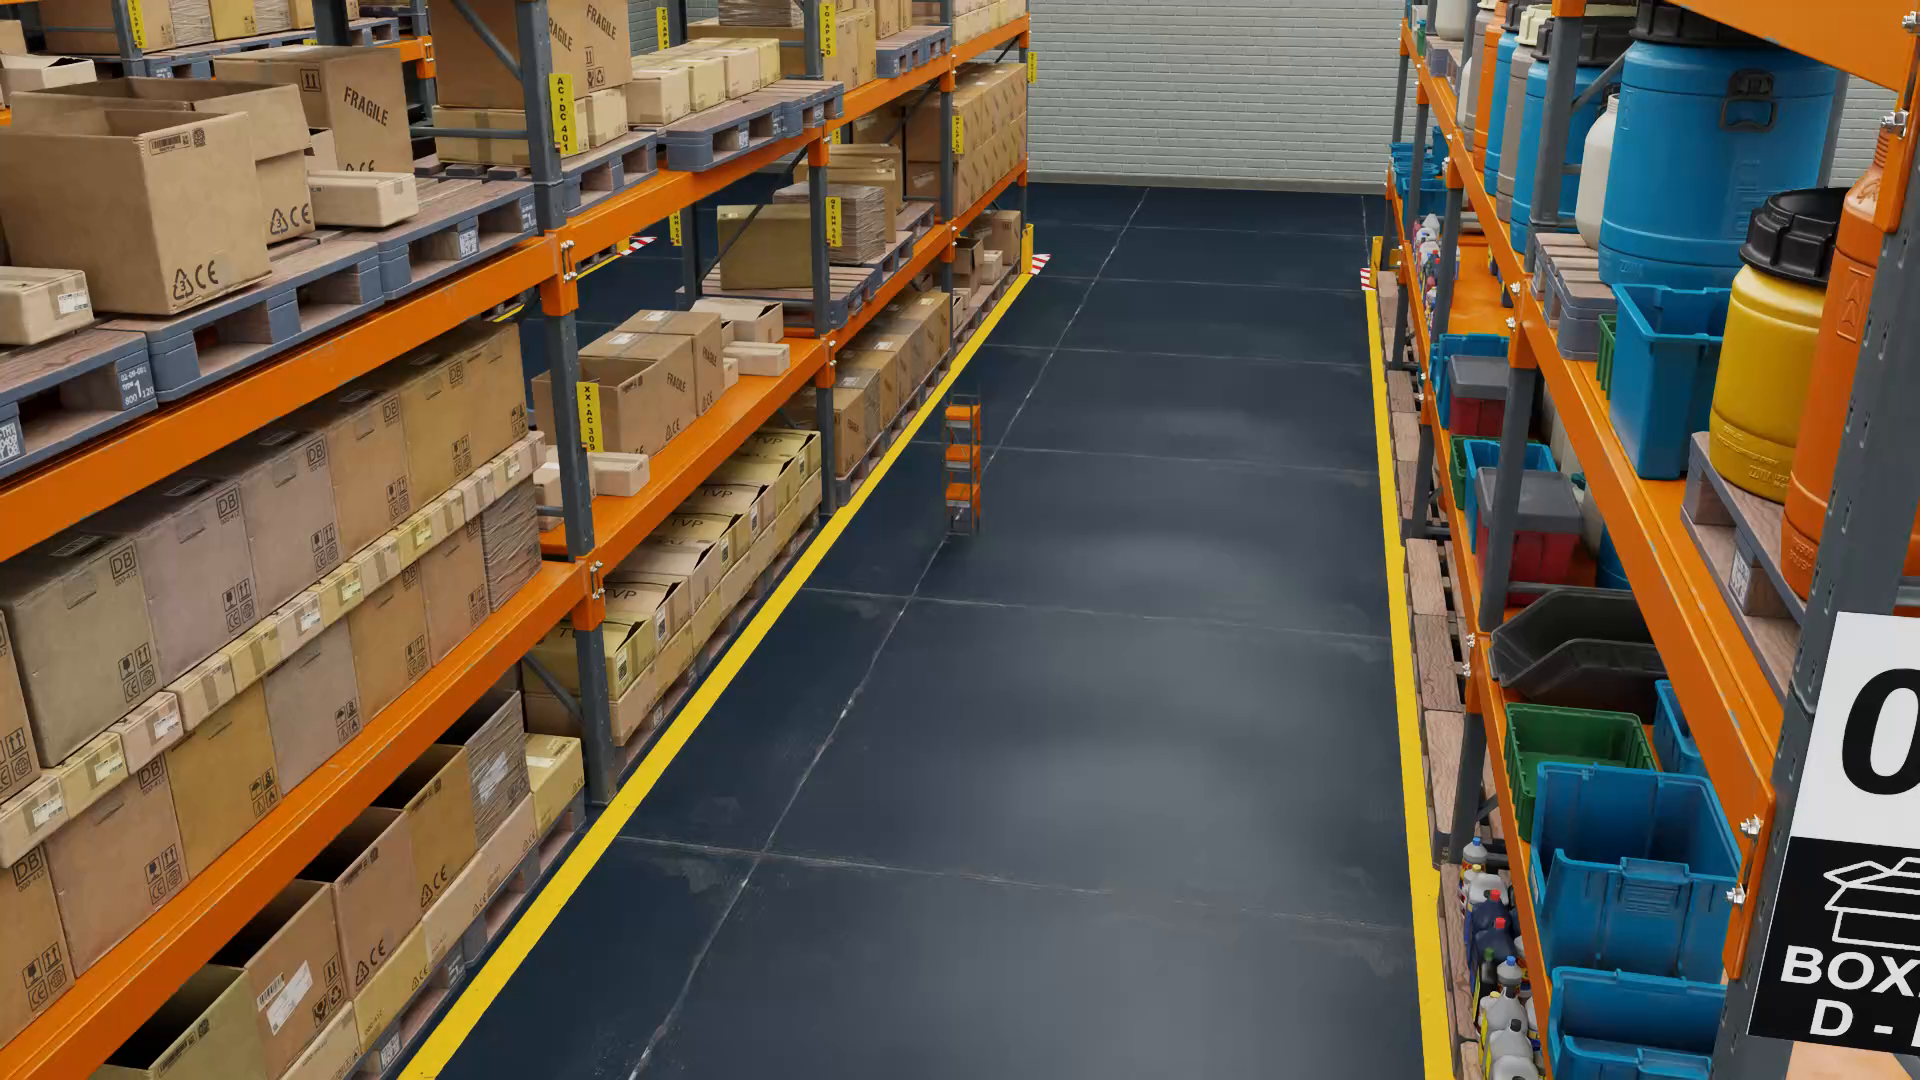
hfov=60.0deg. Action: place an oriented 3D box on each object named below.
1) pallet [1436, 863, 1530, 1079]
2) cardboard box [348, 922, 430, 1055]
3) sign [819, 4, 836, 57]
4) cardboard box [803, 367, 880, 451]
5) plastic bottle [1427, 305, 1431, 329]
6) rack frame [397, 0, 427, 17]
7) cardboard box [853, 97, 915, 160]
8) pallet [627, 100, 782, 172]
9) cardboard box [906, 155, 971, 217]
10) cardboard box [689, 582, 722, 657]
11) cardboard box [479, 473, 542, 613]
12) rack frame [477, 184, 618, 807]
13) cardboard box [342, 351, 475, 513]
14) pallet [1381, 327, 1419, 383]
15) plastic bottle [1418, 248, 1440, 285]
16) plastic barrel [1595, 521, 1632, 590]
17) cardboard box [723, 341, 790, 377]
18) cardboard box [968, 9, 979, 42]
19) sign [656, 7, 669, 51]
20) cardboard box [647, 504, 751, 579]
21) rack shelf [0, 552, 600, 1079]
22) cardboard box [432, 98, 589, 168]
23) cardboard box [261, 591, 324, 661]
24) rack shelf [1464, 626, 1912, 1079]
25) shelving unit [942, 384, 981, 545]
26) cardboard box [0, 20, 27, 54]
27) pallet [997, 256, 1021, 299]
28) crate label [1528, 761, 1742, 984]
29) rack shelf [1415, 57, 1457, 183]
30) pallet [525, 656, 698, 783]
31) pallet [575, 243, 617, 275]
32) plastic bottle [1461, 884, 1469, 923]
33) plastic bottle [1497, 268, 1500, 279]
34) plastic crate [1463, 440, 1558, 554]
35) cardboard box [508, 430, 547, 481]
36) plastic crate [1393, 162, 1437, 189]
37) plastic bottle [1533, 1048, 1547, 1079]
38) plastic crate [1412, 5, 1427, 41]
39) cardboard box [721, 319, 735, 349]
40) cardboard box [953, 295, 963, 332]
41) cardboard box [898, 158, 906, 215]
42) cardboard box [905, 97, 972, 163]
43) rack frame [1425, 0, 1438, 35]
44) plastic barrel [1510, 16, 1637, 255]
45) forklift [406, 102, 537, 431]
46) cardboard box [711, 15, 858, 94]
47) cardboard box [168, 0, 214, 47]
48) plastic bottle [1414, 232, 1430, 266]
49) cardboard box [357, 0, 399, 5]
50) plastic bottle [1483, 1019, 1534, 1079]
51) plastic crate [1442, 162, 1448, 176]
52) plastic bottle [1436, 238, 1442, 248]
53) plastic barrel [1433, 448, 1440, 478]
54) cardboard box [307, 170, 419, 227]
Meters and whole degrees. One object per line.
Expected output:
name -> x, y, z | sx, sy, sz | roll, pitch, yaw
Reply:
pallet -> 2.474, 1.765, 6.688 | 1.003, 0.211, 1.213 | 4, 22, 11
cardboard box -> -2.378, 1.666, 6.319 | 0.500, 0.250, 0.500 | 4, 22, 11
sign -> -0.839, -3.235, 10.558 | 0.100, 0.325, 0.005 | 4, 22, 11
cardboard box -> -0.907, -0.994, 12.562 | 0.500, 0.500, 0.500 | 4, 22, 9
plastic bottle -> 3.281, -1.554, 11.462 | 0.097, 0.201, 0.097 | 0, 22, 0
rack frame -> -5.415, -6.234, 14.788 | 1.000, 3.000, 0.127 | 4, 22, 11
cardboard box -> -0.715, -3.790, 15.277 | 0.500, 0.500, 0.500 | 5, 22, 11
pallet -> -1.657, -2.252, 9.168 | 1.003, 0.211, 1.213 | 6, 23, 13
cardboard box -> -0.194, -3.287, 15.367 | 0.500, 0.500, 0.500 | 5, 22, 12
cardboard box -> -1.663, 0.426, 9.399 | 0.500, 0.250, 0.500 | 4, 22, 9
cardboard box -> -2.281, -0.033, 7.287 | 0.700, 0.500, 0.500 | 4, 22, 10
rack frame -> -2.197, -0.149, 7.710 | 1.000, 3.000, 0.127 | 4, 22, 11
cardboard box -> -2.383, -0.450, 6.585 | 0.700, 0.500, 0.500 | 4, 22, 11
pallet -> 4.396, -1.675, 15.229 | 1.003, 0.211, 1.213 | 4, 22, 11
plastic bottle -> 3.580, -2.075, 12.657 | 0.152, 0.276, 0.135 | 4, 22, 11
plastic barrel -> 3.027, -0.121, 6.968 | 0.600, 0.901, 0.708 | 4, 22, 11
cardboard box -> -1.294, -1.146, 10.520 | 0.380, 0.149, 0.250 | 4, 22, 11
cardboard box -> -0.117, -4.739, 15.290 | 0.500, 0.250, 0.500 | 4, 22, 11
sign -> -1.911, -3.286, 10.789 | 0.100, 0.325, 0.005 | 4, 22, 11
cardboard box -> -1.556, -0.023, 9.764 | 0.500, 0.311, 0.500 | 5, 22, 12
rack shelf -> -2.605, 0.916, 6.028 | 1.077, 0.370, 4.000 | 4, 22, 11
cardboard box -> -2.062, -1.891, 7.656 | 0.500, 0.250, 0.500 | 7, 23, 16
cardboard box -> -2.408, 0.277, 5.649 | 0.380, 0.149, 0.250 | 5, 22, 11
rack shelf -> 2.243, 1.295, 5.087 | 1.077, 0.370, 4.000 | 4, 22, 11
shelving unit -> 0.011, -0.507, 11.206 | 0.215, 1.050, 0.252 | 4, 22, 11
cardboard box -> -6.603, -3.190, 11.083 | 0.500, 0.500, 0.500 | 4, 22, 11
pallet -> 0.075, -2.925, 18.334 | 1.003, 0.211, 1.213 | 4, 22, 11
crate label -> 1.946, 0.982, 4.852 | 0.502, 0.435, 0.616 | 4, 22, 11
rack shelf -> 3.876, -3.023, 11.791 | 1.077, 0.370, 4.000 | 4, 22, 11
pallet -> -2.085, 0.872, 8.907 | 1.003, 0.211, 1.213 | 4, 22, 11
pallet -> -4.685, -3.322, 19.321 | 1.003, 0.211, 1.213 | 4, 22, 11
plastic bottle -> 2.116, 1.481, 6.818 | 0.097, 0.201, 0.097 | 0, 22, 0
plastic bottle -> 4.217, -2.152, 12.855 | 0.097, 0.271, 0.097 | 0, 22, 0
plastic crate -> 2.572, -0.190, 7.832 | 0.392, 0.384, 0.575 | 4, 22, 11
cardboard box -> -2.043, -0.381, 7.282 | 0.380, 0.149, 0.250 | 4, 22, 11
plastic crate -> 4.459, -3.563, 16.328 | 0.416, 0.233, 0.300 | 4, 22, 11
plastic bottle -> 2.045, 1.873, 5.845 | 0.097, 0.201, 0.097 | 0, 22, 0
plastic crate -> 4.346, -4.709, 15.173 | 0.437, 0.282, 0.530 | 4, 22, 11
cardboard box -> -1.753, -1.259, 10.583 | 0.500, 0.311, 0.500 | 4, 22, 10
cardboard box -> -0.267, -2.169, 15.735 | 0.500, 0.311, 0.500 | 4, 22, 11
cardboard box -> -0.714, -3.324, 15.458 | 0.500, 0.500, 0.500 | 5, 22, 12
cardboard box -> -0.193, -3.736, 15.143 | 0.500, 0.500, 0.500 | 5, 22, 12
rack frame -> 4.284, -5.479, 12.912 | 1.000, 3.000, 0.127 | 4, 22, 11
plastic barrel -> 2.543, -1.597, 6.617 | 0.600, 0.901, 0.708 | 4, 22, 11
forklift -> -3.867, -1.265, 10.571 | 3.031, 2.935, 1.130 | 14, 26, 31
cardboard box -> -1.221, -3.399, 11.628 | 0.910, 0.500, 0.500 | 4, 22, 11
cardboard box -> -6.131, -4.010, 12.557 | 0.700, 0.500, 0.500 | 3, 22, 8
plastic bottle -> 3.691, -2.322, 13.277 | 0.097, 0.271, 0.097 | 0, 22, 0
cardboard box -> -5.505, -5.283, 15.945 | 0.500, 0.250, 0.500 | 5, 22, 11
plastic bottle -> 1.917, 1.810, 5.800 | 0.144, 0.351, 0.185 | 5, 23, 13
plastic crate -> 5.111, -3.753, 16.929 | 0.396, 0.136, 0.243 | 4, 22, 11
plastic bottle -> 3.868, -2.327, 13.383 | 0.097, 0.201, 0.097 | 0, 22, 0
plastic barrel -> 3.579, -0.668, 11.764 | 0.421, 0.512, 0.421 | 0, 22, 0
cardboard box -> -2.175, -1.222, 5.944 | 0.380, 0.149, 0.250 | 4, 22, 11
